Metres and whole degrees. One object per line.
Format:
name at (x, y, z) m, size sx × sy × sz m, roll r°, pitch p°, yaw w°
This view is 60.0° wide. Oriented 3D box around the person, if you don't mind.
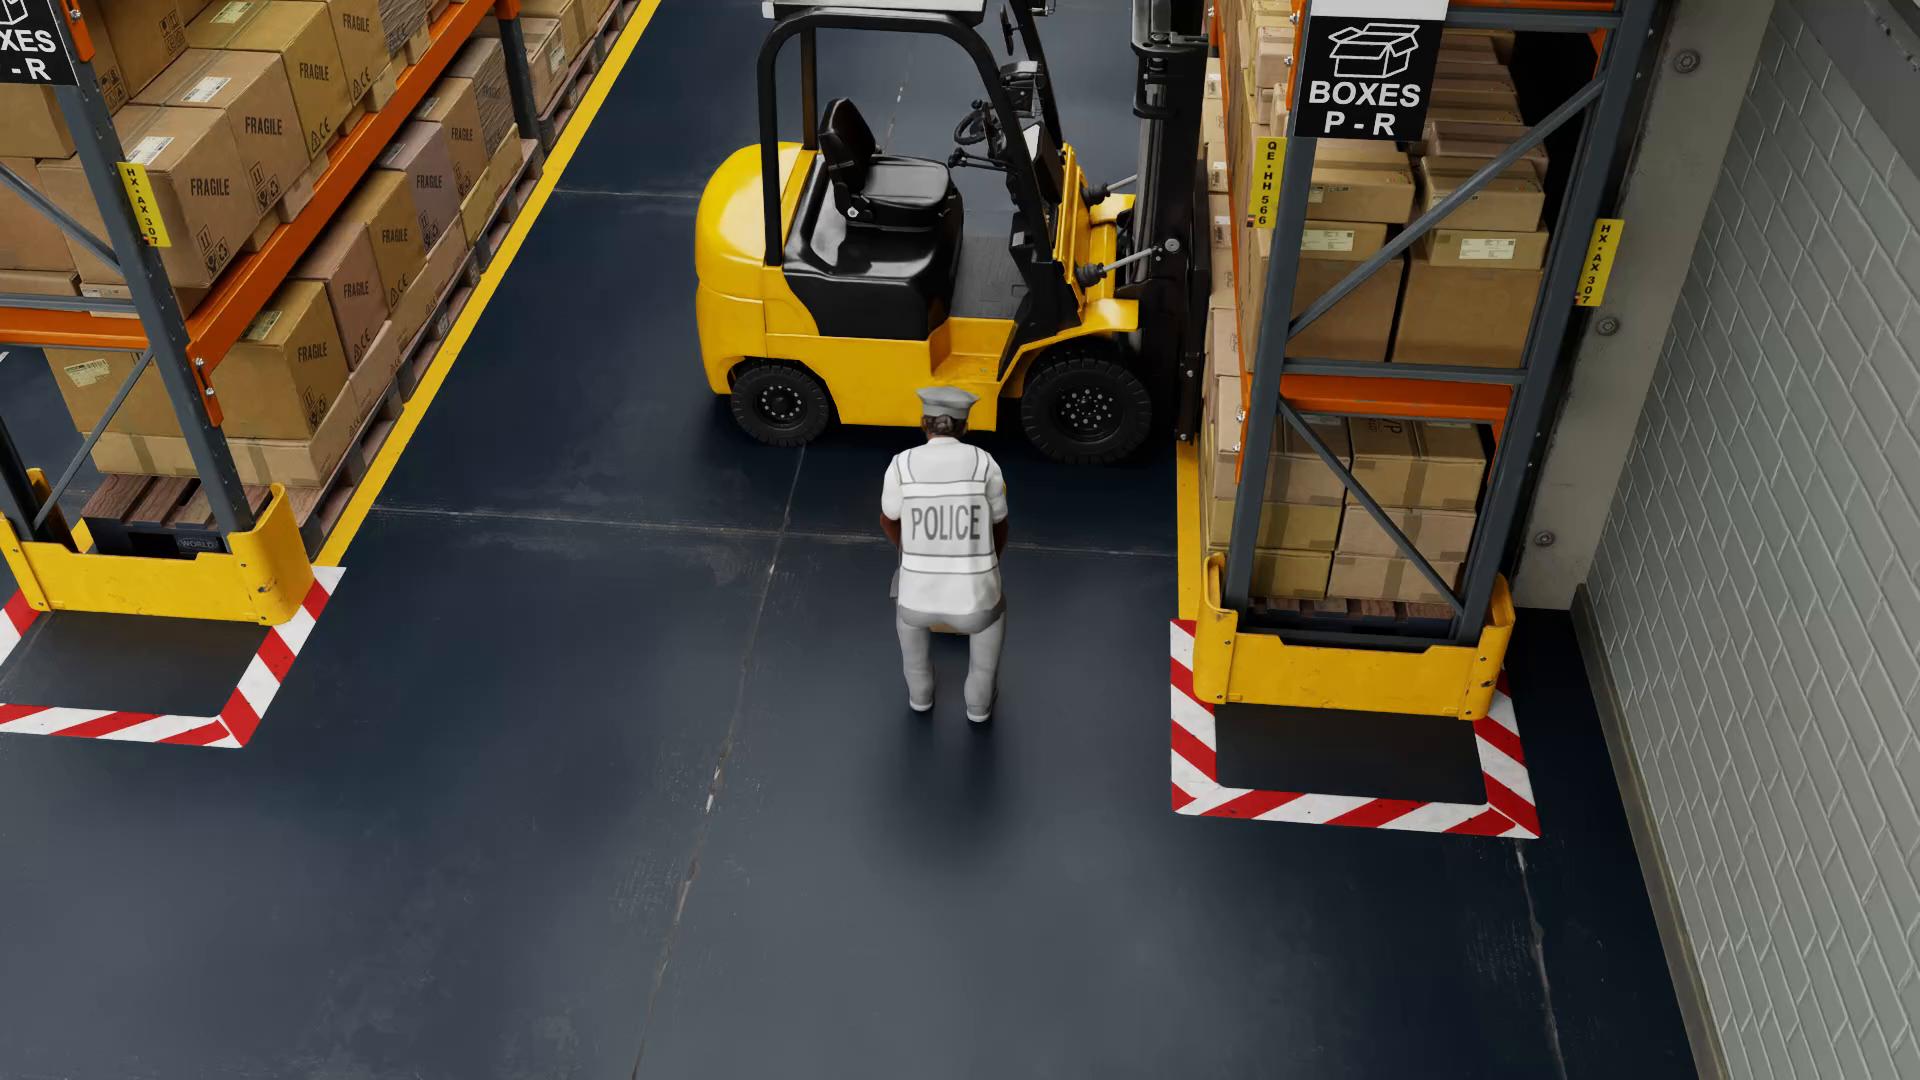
person at (-0.067, 0.090, 6.343) m, size 0.496 × 1.294 × 0.755 m, roll 3°, pitch 40°, yaw 4°
